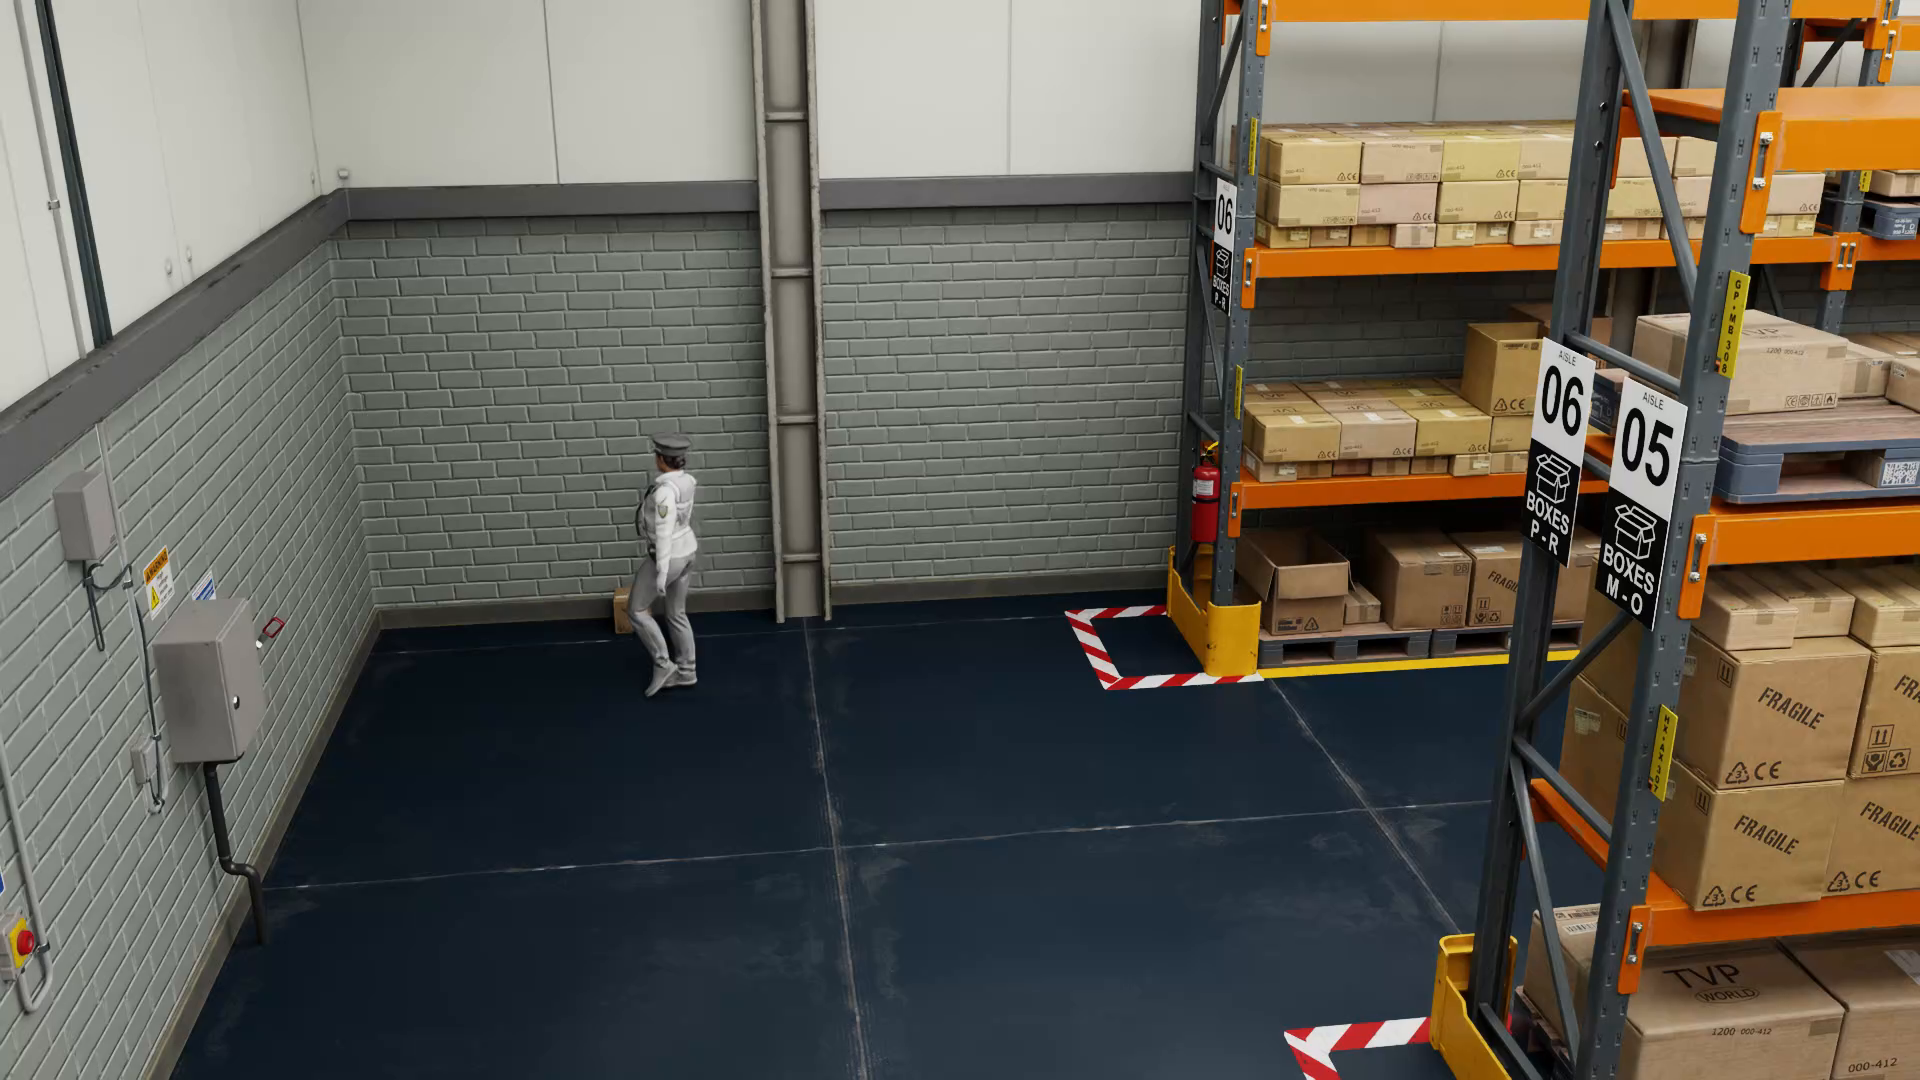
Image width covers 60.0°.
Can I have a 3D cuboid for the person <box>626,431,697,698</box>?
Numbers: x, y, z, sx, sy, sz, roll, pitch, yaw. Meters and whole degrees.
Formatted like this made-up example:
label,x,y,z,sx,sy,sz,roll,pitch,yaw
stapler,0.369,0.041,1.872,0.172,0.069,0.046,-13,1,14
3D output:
label,x,y,z,sx,sy,sz,roll,pitch,yaw
person,-1.905,0.153,10.629,0.425,1.676,0.571,5,21,14
